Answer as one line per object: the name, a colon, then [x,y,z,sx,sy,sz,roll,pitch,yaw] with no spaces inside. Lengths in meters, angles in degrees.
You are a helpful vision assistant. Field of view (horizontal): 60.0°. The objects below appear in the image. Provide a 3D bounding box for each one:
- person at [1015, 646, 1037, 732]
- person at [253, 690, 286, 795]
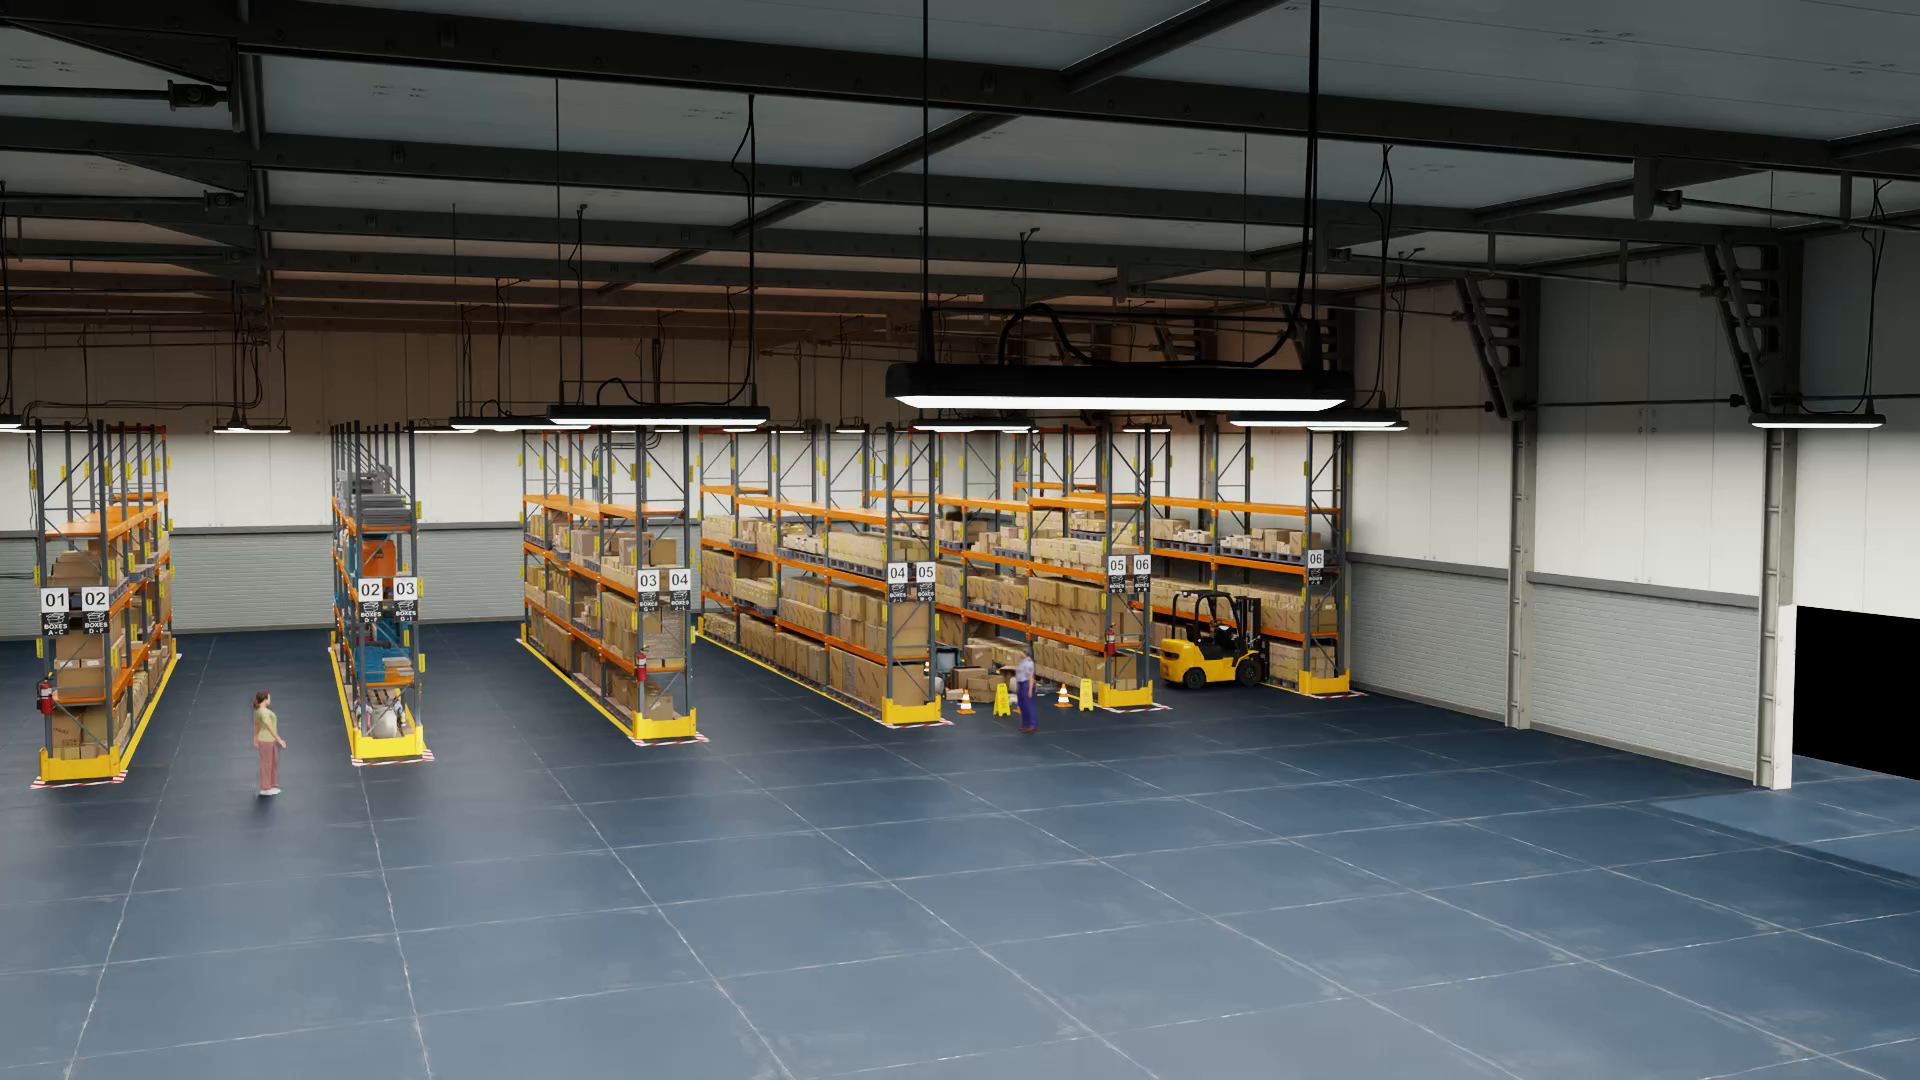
person: [1.273,2.912,32.218,0.385,1.662,0.605,-2,4,-23]
person: [-11.025,3.242,26.540,0.556,1.706,0.491,-1,4,-12]
